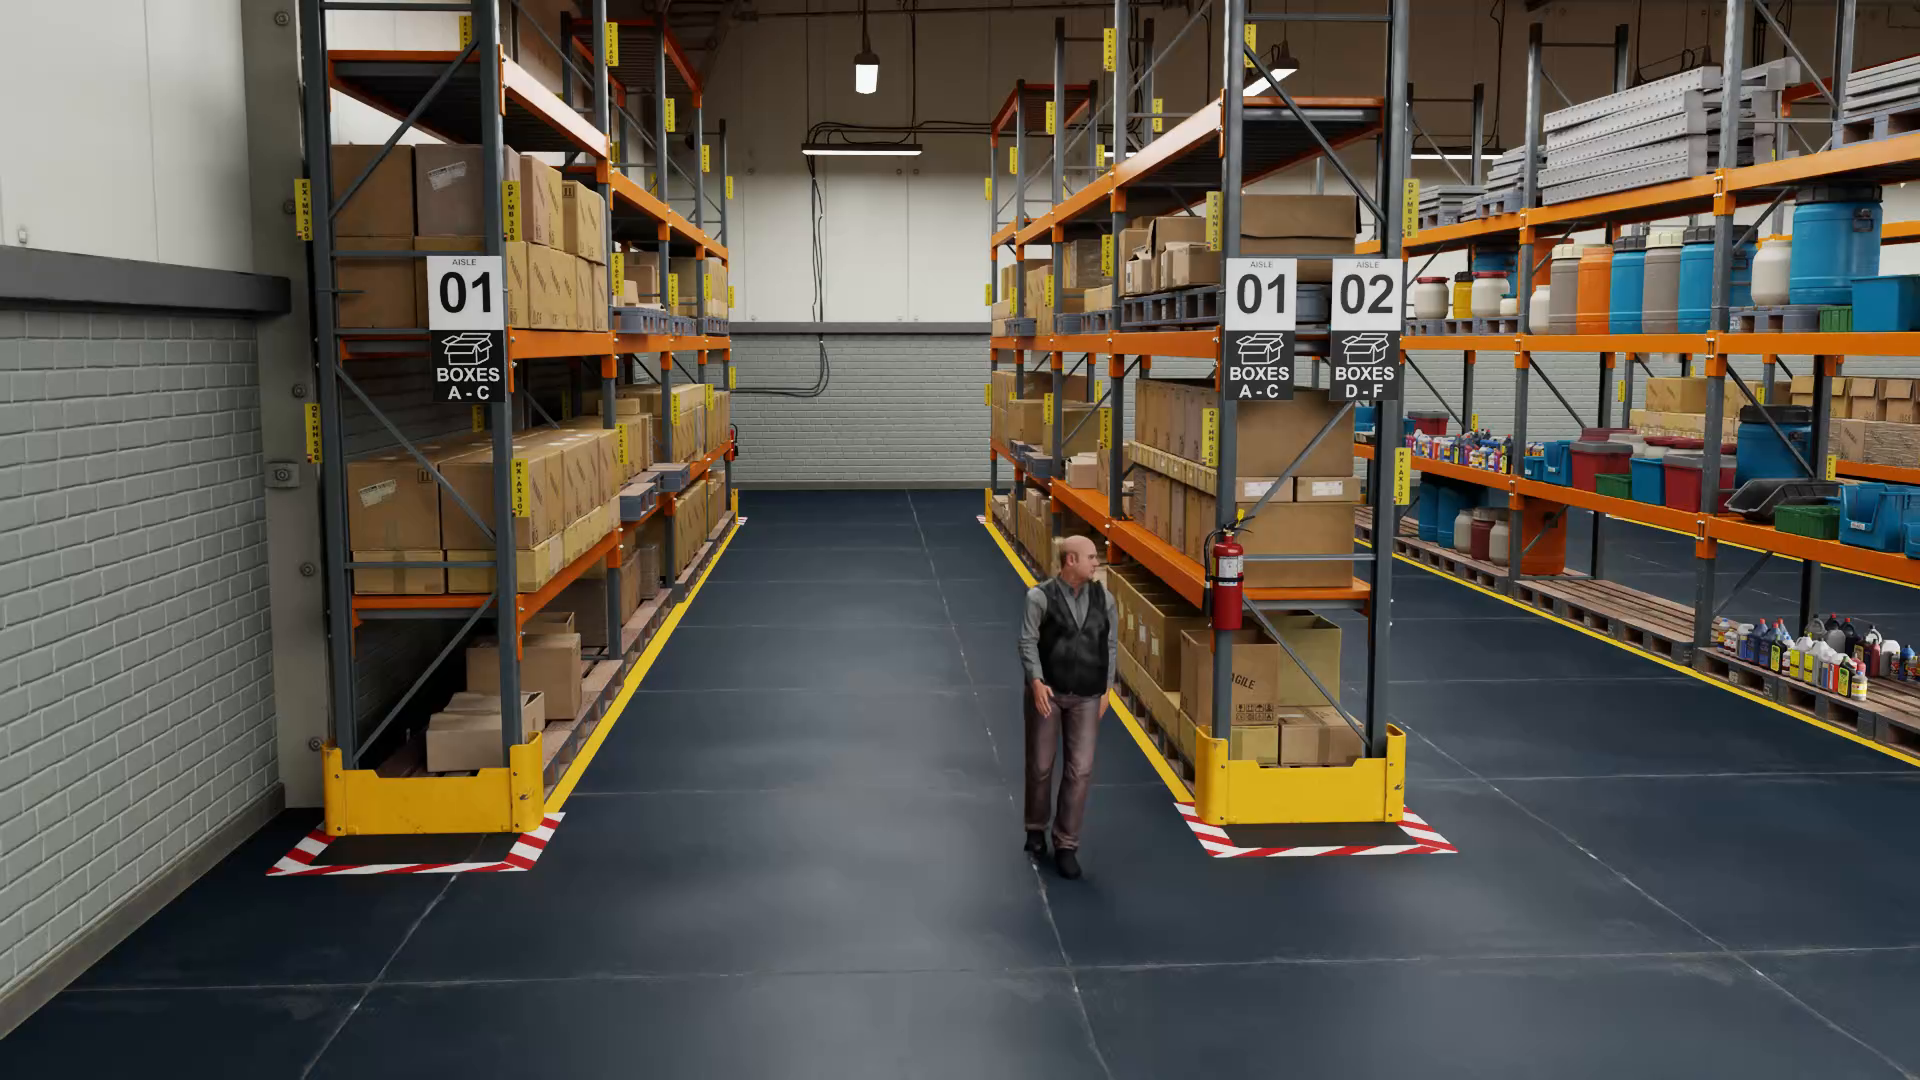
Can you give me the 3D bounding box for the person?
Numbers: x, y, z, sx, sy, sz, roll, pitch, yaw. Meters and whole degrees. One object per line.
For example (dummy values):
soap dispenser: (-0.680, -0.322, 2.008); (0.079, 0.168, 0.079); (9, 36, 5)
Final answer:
person: (0.589, 0.850, 8.709); (0.570, 1.732, 0.599); (-1, 7, -10)
